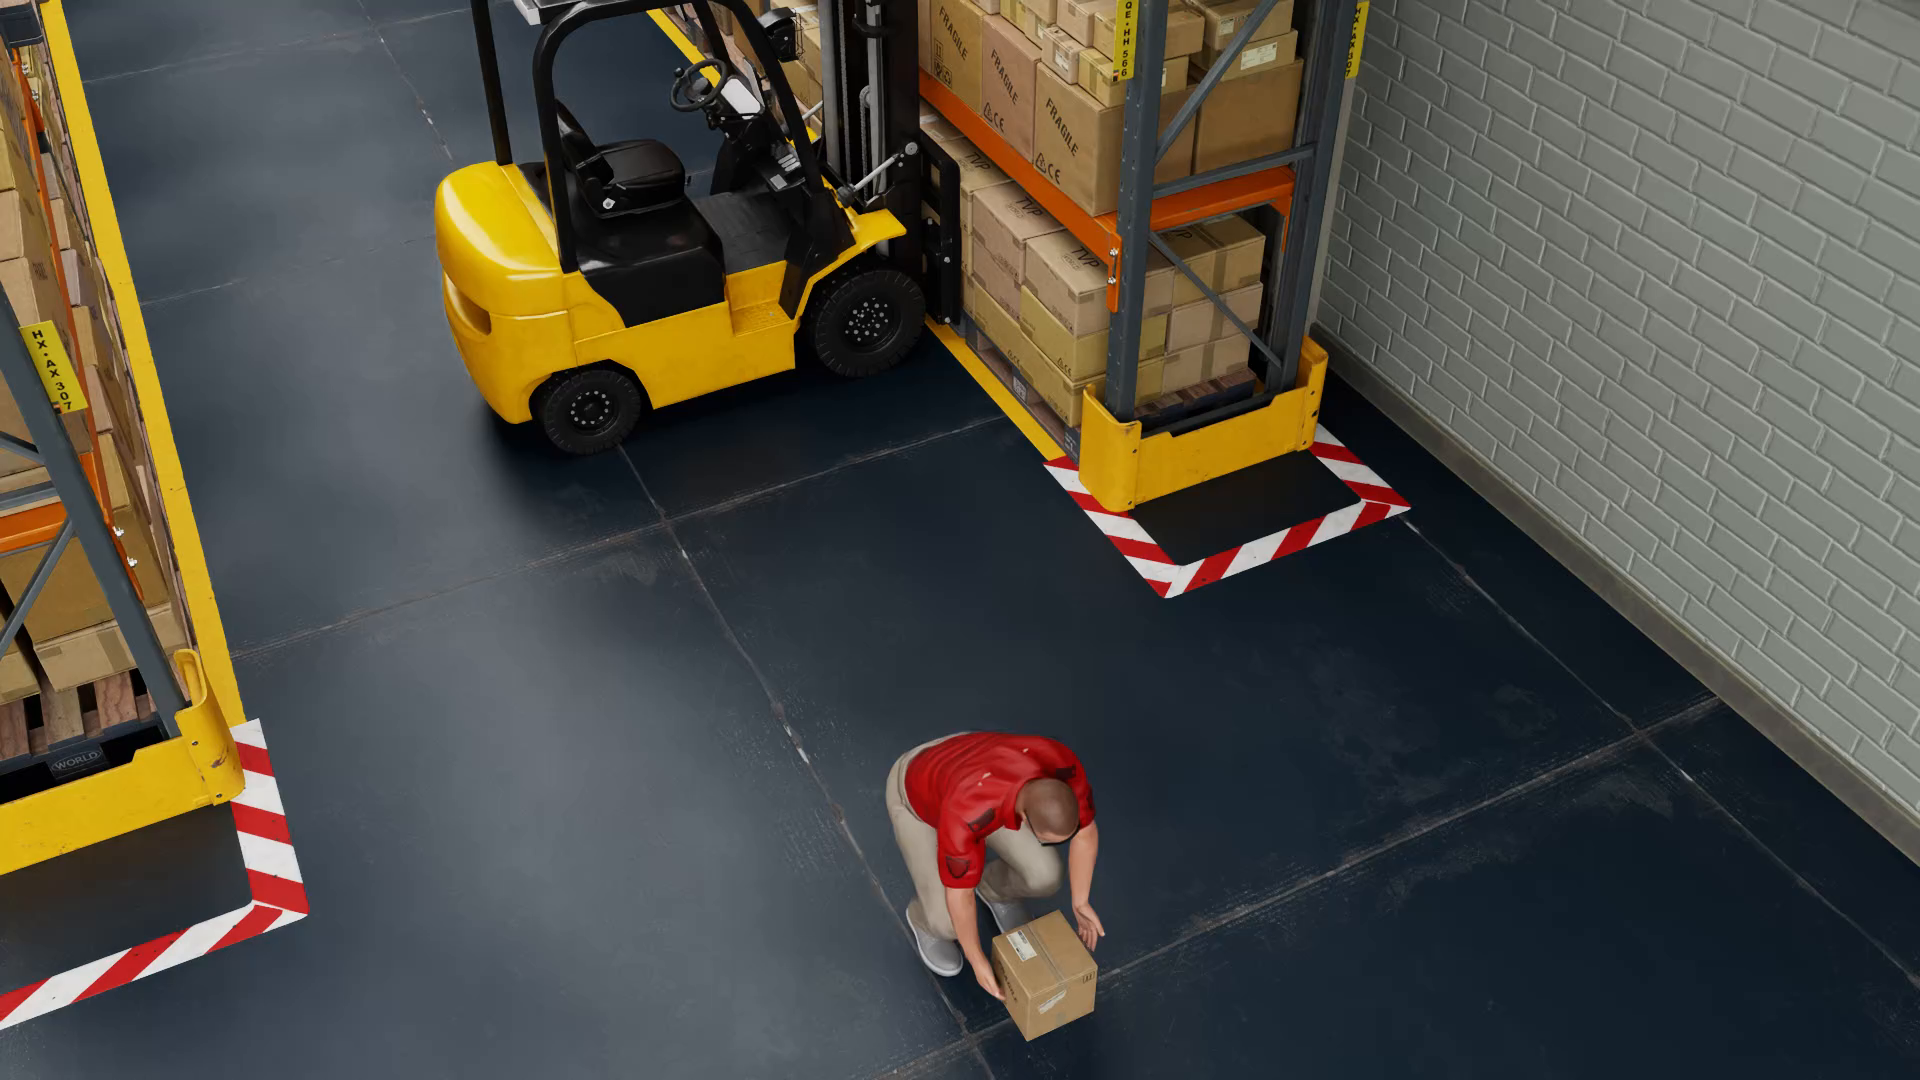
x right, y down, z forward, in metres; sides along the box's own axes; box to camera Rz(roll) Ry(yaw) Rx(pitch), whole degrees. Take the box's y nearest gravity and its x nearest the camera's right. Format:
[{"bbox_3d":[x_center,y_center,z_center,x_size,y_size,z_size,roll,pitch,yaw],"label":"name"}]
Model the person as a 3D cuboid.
[{"bbox_3d":[0.109,0.987,5.495,0.577,1.130,0.821,-19,44,-20],"label":"person"}]
